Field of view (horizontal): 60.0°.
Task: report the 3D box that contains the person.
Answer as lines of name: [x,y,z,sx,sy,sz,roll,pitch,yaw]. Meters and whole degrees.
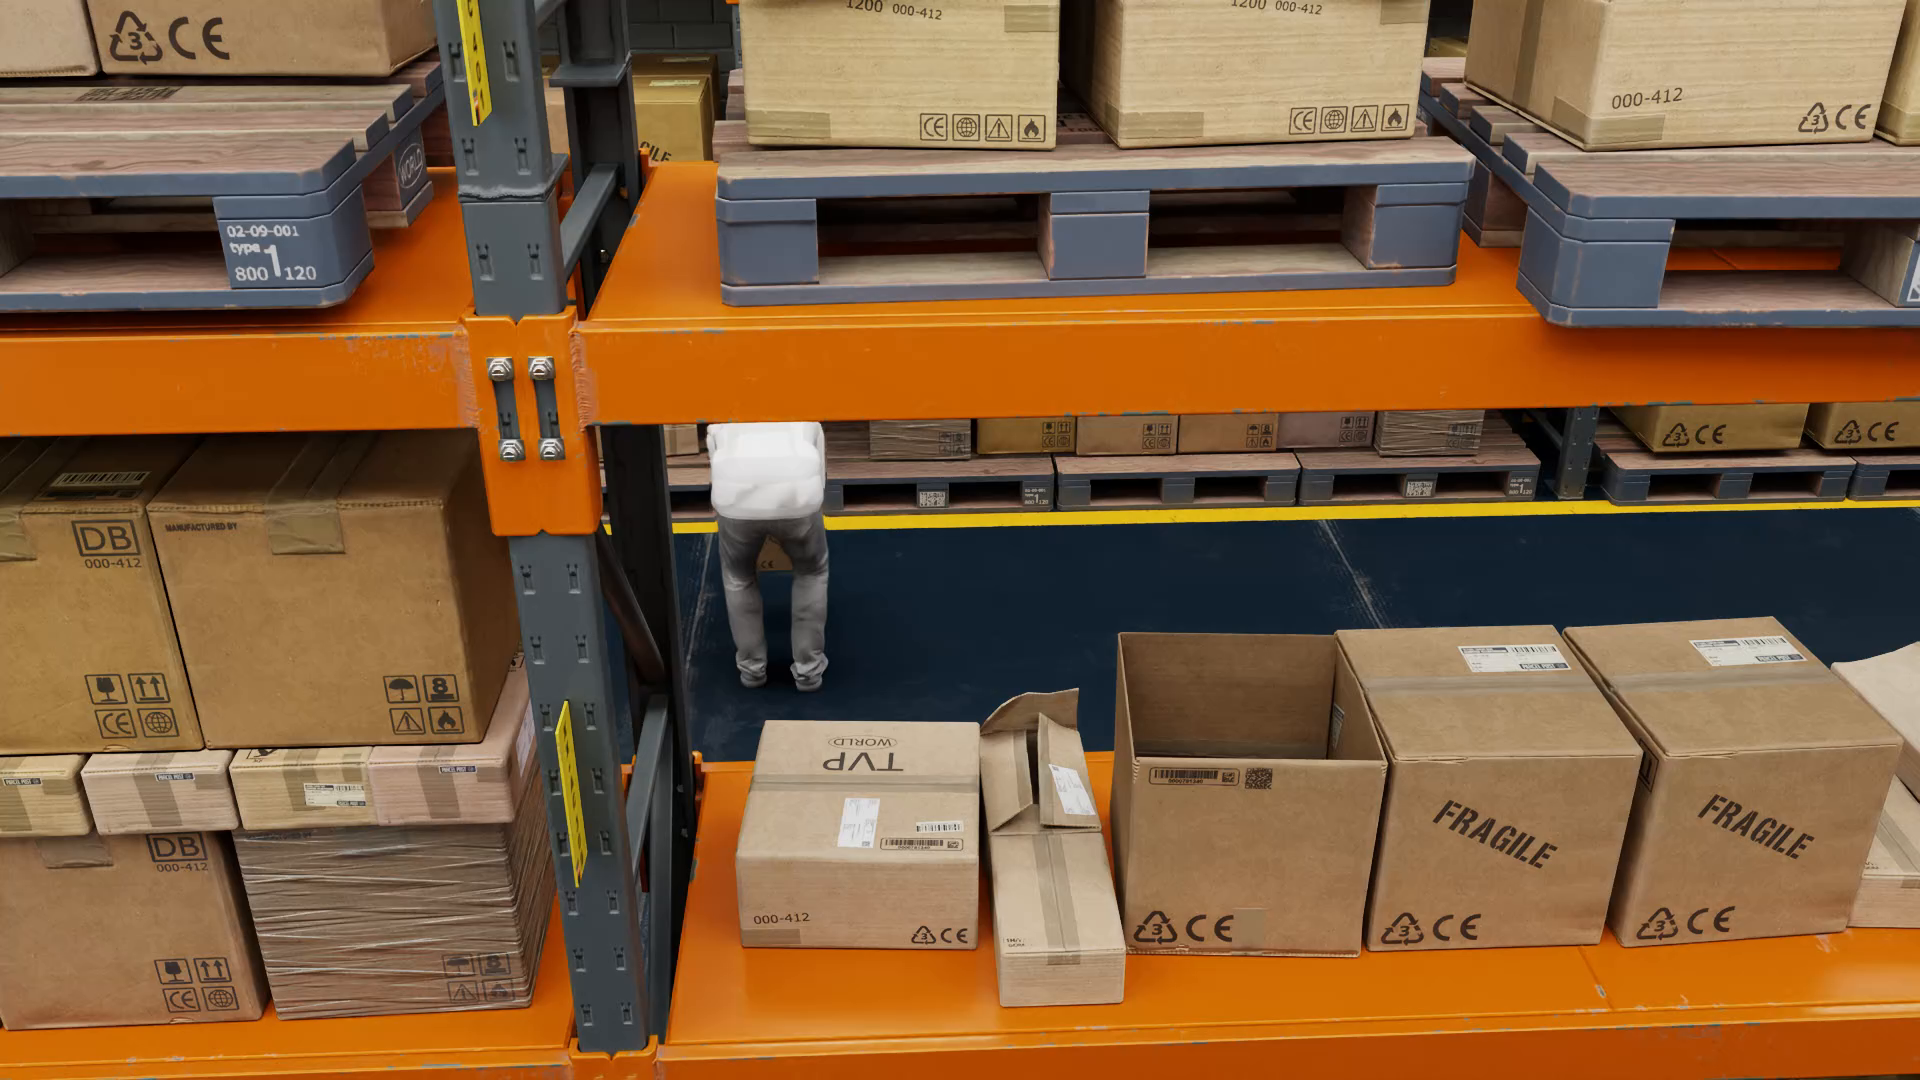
person: [-0.783,-0.067,6.841,0.476,1.193,0.967,-2,27,-4]
